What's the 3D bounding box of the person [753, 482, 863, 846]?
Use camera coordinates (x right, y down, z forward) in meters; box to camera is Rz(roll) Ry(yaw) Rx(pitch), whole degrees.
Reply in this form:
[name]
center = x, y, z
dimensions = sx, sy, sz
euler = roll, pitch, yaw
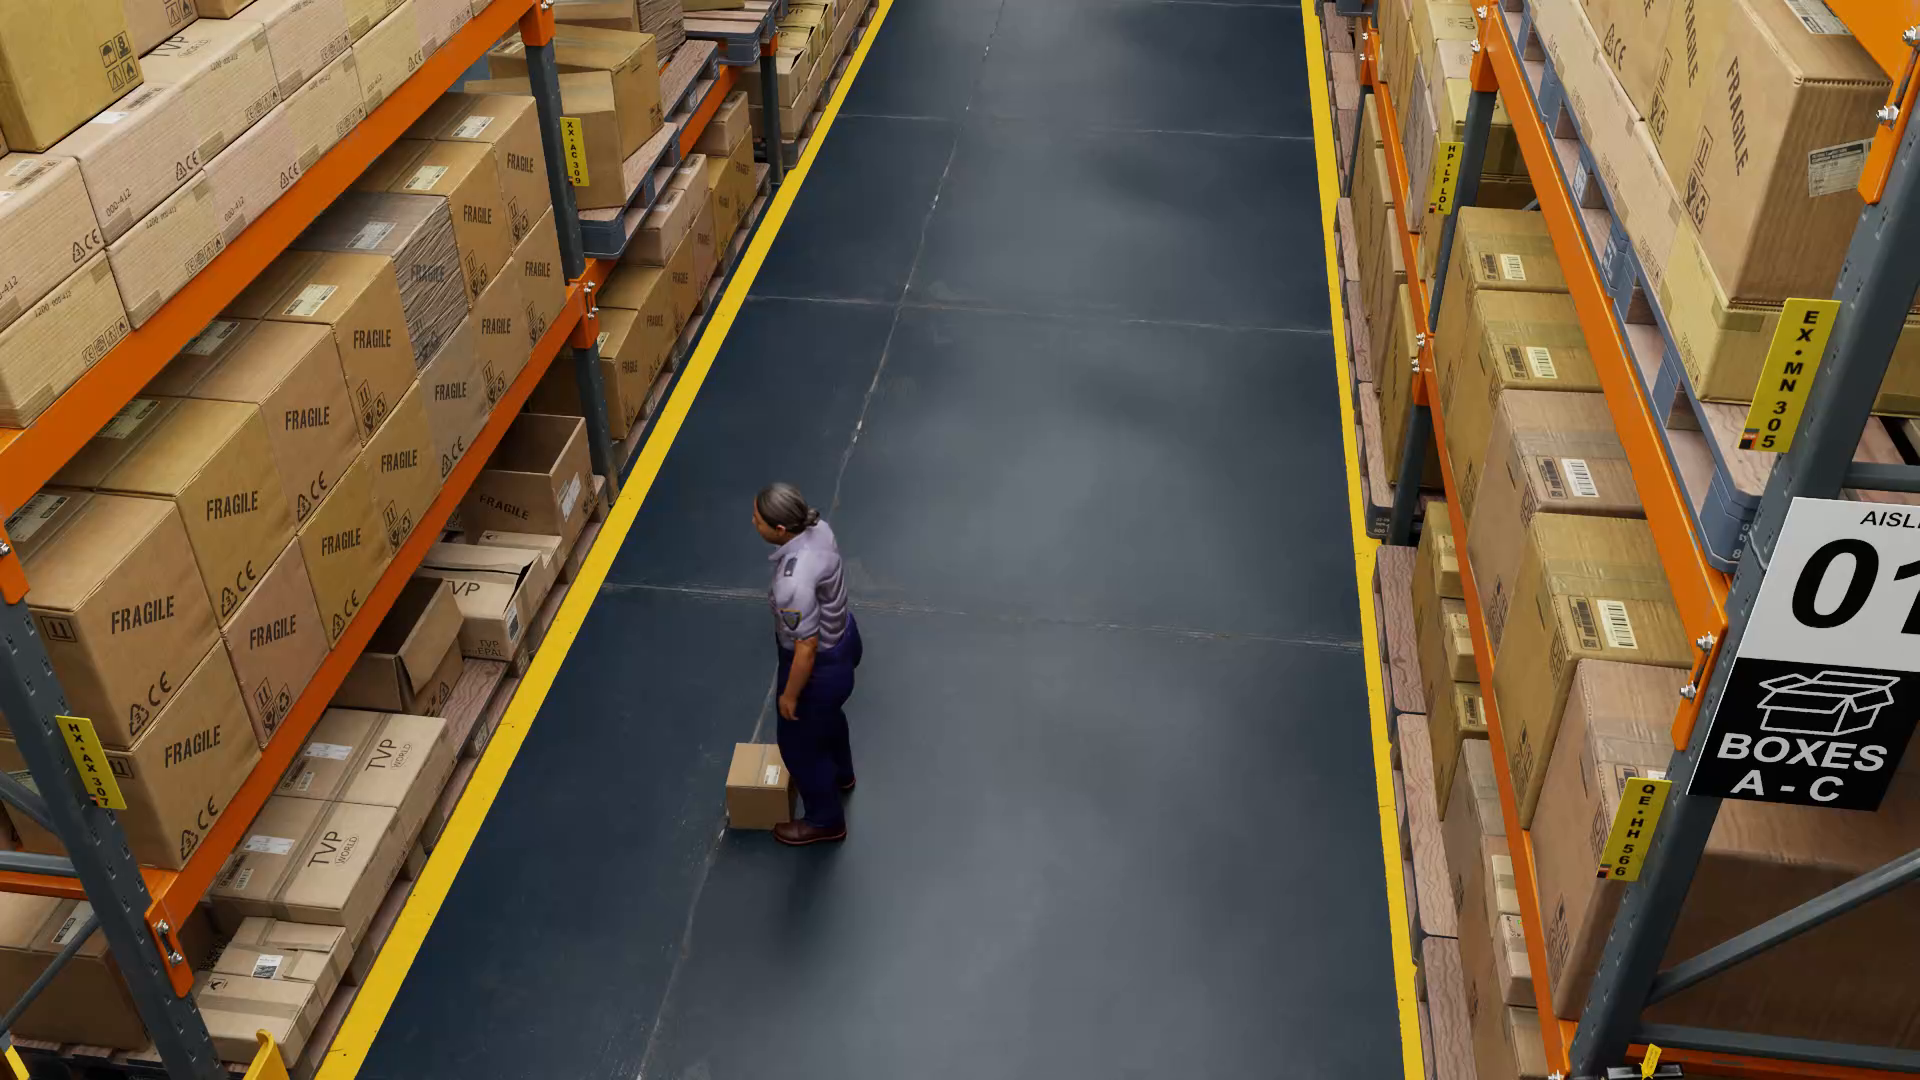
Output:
[person]
center = -0.573, 0.460, 6.419
dimensions = 0.368, 1.652, 0.536
euler = 4, 37, 6
